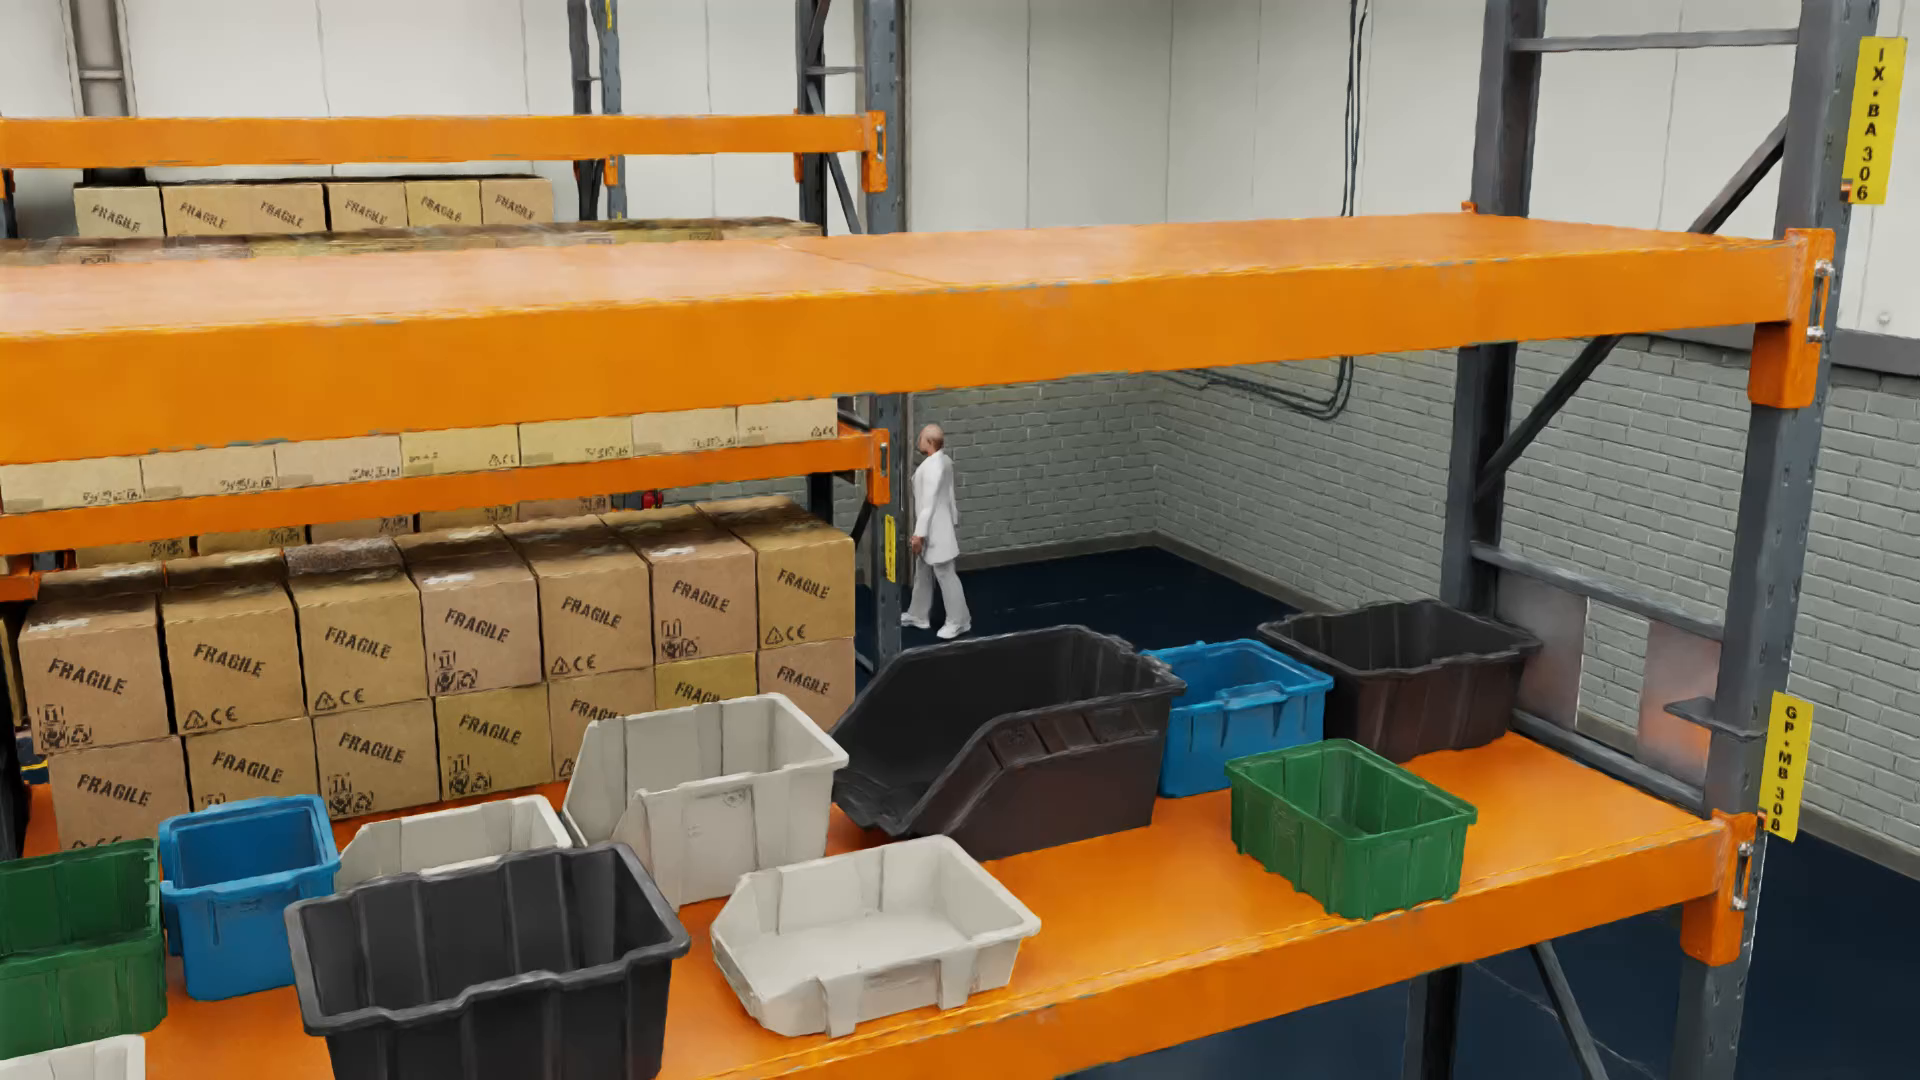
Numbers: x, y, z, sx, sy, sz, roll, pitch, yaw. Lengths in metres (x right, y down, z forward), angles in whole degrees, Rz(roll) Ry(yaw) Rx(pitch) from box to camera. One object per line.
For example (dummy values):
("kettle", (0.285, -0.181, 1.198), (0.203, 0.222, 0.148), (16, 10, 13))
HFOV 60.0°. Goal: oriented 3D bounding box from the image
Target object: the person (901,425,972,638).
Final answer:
("person", (-0.262, -0.082, 13.822), (0.725, 1.770, 0.596), (0, 15, 2))
